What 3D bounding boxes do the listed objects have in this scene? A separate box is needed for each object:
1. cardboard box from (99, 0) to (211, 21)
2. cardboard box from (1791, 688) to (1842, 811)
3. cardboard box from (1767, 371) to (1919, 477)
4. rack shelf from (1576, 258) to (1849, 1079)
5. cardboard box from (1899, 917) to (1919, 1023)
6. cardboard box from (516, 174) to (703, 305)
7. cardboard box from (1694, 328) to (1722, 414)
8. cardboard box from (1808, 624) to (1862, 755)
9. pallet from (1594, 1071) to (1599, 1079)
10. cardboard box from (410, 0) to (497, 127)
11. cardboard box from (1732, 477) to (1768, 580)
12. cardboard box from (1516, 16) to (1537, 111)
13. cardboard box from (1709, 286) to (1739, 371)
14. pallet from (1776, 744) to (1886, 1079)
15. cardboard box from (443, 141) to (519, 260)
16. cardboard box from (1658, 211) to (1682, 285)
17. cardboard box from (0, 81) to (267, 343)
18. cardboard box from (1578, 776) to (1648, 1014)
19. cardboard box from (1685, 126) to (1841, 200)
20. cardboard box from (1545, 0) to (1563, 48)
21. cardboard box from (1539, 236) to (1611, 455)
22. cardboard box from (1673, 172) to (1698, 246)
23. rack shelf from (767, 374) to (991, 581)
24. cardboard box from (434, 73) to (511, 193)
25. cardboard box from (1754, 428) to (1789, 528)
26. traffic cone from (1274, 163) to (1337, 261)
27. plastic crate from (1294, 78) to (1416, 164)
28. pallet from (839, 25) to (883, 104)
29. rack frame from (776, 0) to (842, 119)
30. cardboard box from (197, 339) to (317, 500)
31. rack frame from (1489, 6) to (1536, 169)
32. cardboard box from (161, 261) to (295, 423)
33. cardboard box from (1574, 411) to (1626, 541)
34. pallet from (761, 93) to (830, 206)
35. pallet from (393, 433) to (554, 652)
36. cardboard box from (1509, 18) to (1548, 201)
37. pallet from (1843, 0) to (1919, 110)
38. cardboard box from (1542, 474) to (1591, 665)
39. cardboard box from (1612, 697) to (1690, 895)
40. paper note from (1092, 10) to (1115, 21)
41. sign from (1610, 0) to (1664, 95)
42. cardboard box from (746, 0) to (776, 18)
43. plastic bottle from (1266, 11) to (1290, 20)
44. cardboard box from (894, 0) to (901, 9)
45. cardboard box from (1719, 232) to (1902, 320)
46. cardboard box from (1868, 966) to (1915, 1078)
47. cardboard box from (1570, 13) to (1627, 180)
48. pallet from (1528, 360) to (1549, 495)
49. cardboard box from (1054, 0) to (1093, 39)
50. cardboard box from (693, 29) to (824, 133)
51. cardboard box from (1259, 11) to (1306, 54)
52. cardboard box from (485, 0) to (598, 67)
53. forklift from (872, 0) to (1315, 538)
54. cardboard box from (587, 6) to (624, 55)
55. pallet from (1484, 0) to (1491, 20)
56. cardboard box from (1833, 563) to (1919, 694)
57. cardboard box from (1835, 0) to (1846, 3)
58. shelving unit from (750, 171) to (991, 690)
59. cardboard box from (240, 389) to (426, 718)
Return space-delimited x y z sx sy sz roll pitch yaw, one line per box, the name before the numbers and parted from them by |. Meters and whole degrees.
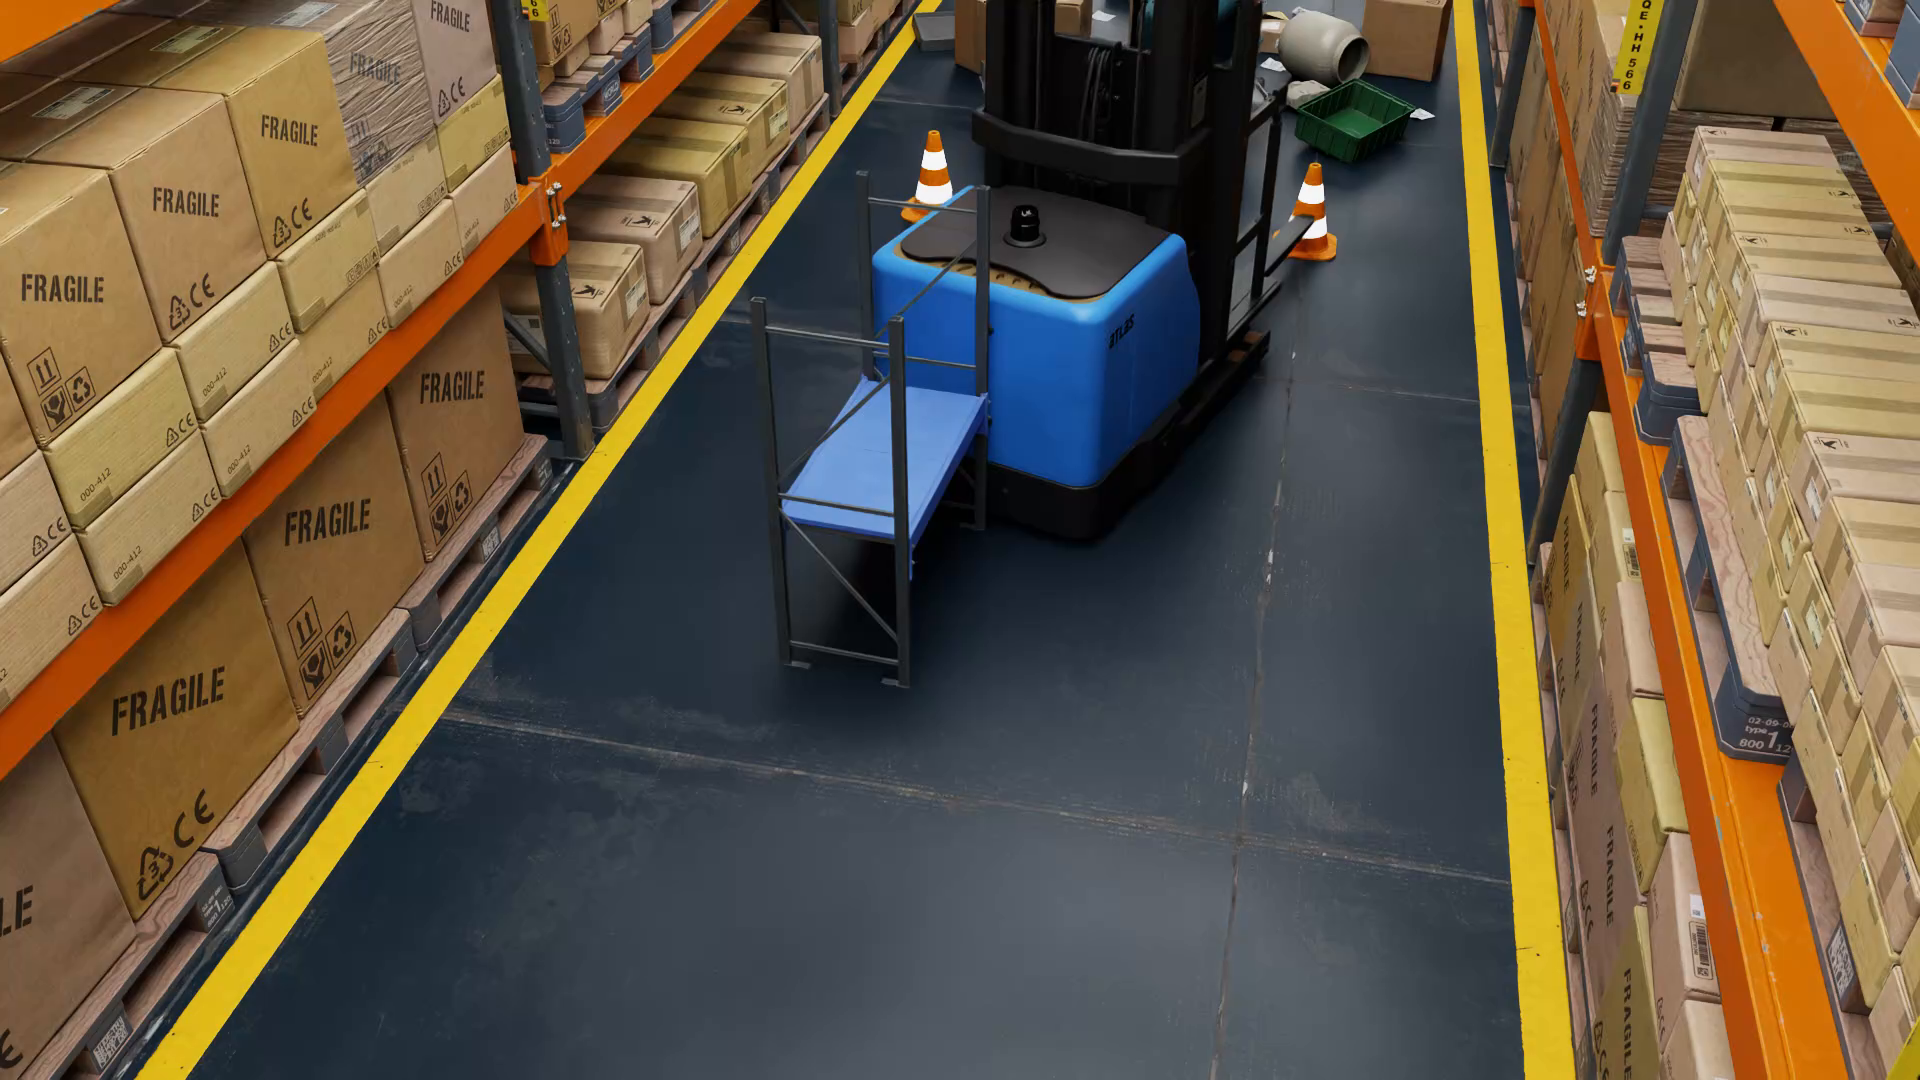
cardboard box | -2.542 -1.551 5.397 0.500 0.500 0.500 7 37 10
cardboard box | 1.957 0.456 3.421 0.380 0.149 0.250 6 36 8
cardboard box | 2.132 -0.253 3.893 0.380 0.149 0.250 7 36 9
rack shelf | 2.329 0.357 4.314 1.077 0.370 4.000 7 37 10
cardboard box | 1.794 0.771 2.733 0.380 0.149 0.250 8 37 11
cardboard box | -1.821 -1.496 8.140 0.950 0.372 0.625 7 36 9
cardboard box | 2.293 -0.455 4.677 0.380 0.149 0.250 9 37 12
cardboard box | 1.959 0.320 3.355 0.380 0.149 0.250 6 36 8
pallet | 2.067 1.895 3.956 1.003 0.211 1.213 7 37 10
cardboard box | -1.956 -1.760 5.684 0.500 0.500 0.500 6 36 9
cardboard box | 2.126 -0.009 4.062 0.380 0.149 0.250 6 36 8
cardboard box | 3.814 -3.036 9.835 0.875 0.875 0.875 8 37 11
cardboard box | 2.294 -0.564 4.575 0.380 0.149 0.250 7 37 10
pallet | 2.207 0.870 3.157 1.003 0.211 1.213 7 37 10
cardboard box | -1.955 -1.260 6.061 0.500 0.250 0.500 6 36 8
cardboard box | 2.464 -0.918 5.317 0.380 0.149 0.250 7 36 9
cardboard box | -2.285 -0.891 4.486 0.500 0.500 0.500 7 36 9
cardboard box | 2.038 1.011 4.571 0.500 0.500 0.500 7 36 9
cardboard box | 2.468 -1.147 5.126 0.380 0.149 0.250 7 37 10
cardboard box | 3.019 -2.571 7.656 0.500 0.500 0.500 7 37 10
cardboard box | 2.974 -0.678 6.688 1.050 0.750 0.750 7 36 9
cardboard box | 2.457 -1.018 5.201 0.380 0.149 0.250 9 37 12
rack shelf | -0.276 -0.255 6.131 0.538 0.185 1.000 10 37 13
cardboard box | -1.956 -1.476 5.932 0.500 0.250 0.500 7 37 10
cardboard box | 2.130 -0.124 3.968 0.380 0.149 0.250 9 37 12
traffic cone | 1.849 -1.767 8.794 0.336 0.463 0.334 7 37 10
plastic crate | 2.368 -2.523 10.022 0.450 0.188 0.662 36 48 26
pallet | -1.138 -3.197 10.981 1.003 0.211 1.213 7 37 10
rack frame | -1.247 -3.937 9.626 1.000 3.000 0.127 7 37 10
cardboard box | -2.254 -0.383 4.850 0.500 0.250 0.500 7 36 9
rack frame | 3.611 -3.374 8.849 1.000 3.000 0.127 7 37 10
cardboard box | -2.262 -0.587 4.706 0.500 0.250 0.500 6 36 9
cardboard box | 2.373 -0.177 5.572 0.500 0.250 0.500 6 36 8
pallet | -1.411 -2.361 9.828 1.003 0.211 1.213 7 37 10
pallet | -2.343 -0.072 6.669 1.003 0.211 1.213 7 37 10
cardboard box | 3.566 -2.266 8.880 1.050 0.750 0.750 7 37 10
pallet | 2.357 -0.862 2.987 1.213 0.211 1.003 7 37 10
cardboard box | 2.356 0.135 5.780 0.500 0.500 0.500 6 36 8
cardboard box | 2.036 0.694 4.369 0.500 0.250 0.500 6 36 8
paper note | 1.023 -3.763 11.926 0.148 0.019 0.142 20 41 26
sign | 2.214 -1.617 5.439 0.100 0.325 0.005 7 37 10
cardboard box | -1.382 -3.670 10.604 0.500 0.500 0.500 7 36 9
plastic bottle | 2.255 -3.659 11.747 0.133 0.061 0.283 -5 36 -6
cardboard box | -0.643 -3.910 11.573 0.500 0.250 0.500 7 36 9
cardboard box | 2.300 -0.703 4.513 0.380 0.149 0.250 6 36 8
cardboard box | 1.793 0.892 2.820 0.380 0.149 0.250 7 36 9
cardboard box | 2.698 -1.699 6.453 0.500 0.500 0.500 7 37 10
pallet | 2.998 -0.394 7.114 1.003 0.211 1.213 7 37 10
cardboard box | 0.499 -3.025 9.853 0.500 0.500 0.500 7 37 10
cardboard box | -1.356 -2.742 9.858 0.950 0.372 0.625 8 37 11
cardboard box | 2.179 -3.483 11.330 0.396 0.266 0.258 14 38 18
cardboard box | -1.779 -2.203 6.537 0.500 0.500 0.500 6 36 9
forklift | 0.811 -2.034 7.059 1.130 2.935 3.031 19 40 24
cardboard box | -1.653 -2.184 7.063 0.380 0.149 0.250 5 36 7
pallet | 4.371 -4.070 12.186 1.003 0.211 1.213 7 37 10
cardboard box | 1.967 0.196 3.273 0.380 0.149 0.250 7 37 10
cardboard box | 2.173 -1.467 3.577 0.500 0.500 0.500 7 37 10
shelving unit | -0.276 -0.401 6.025 0.538 1.500 1.048 10 37 13
cardboard box | -2.524 -0.057 5.725 0.875 0.875 0.875 8 37 11
